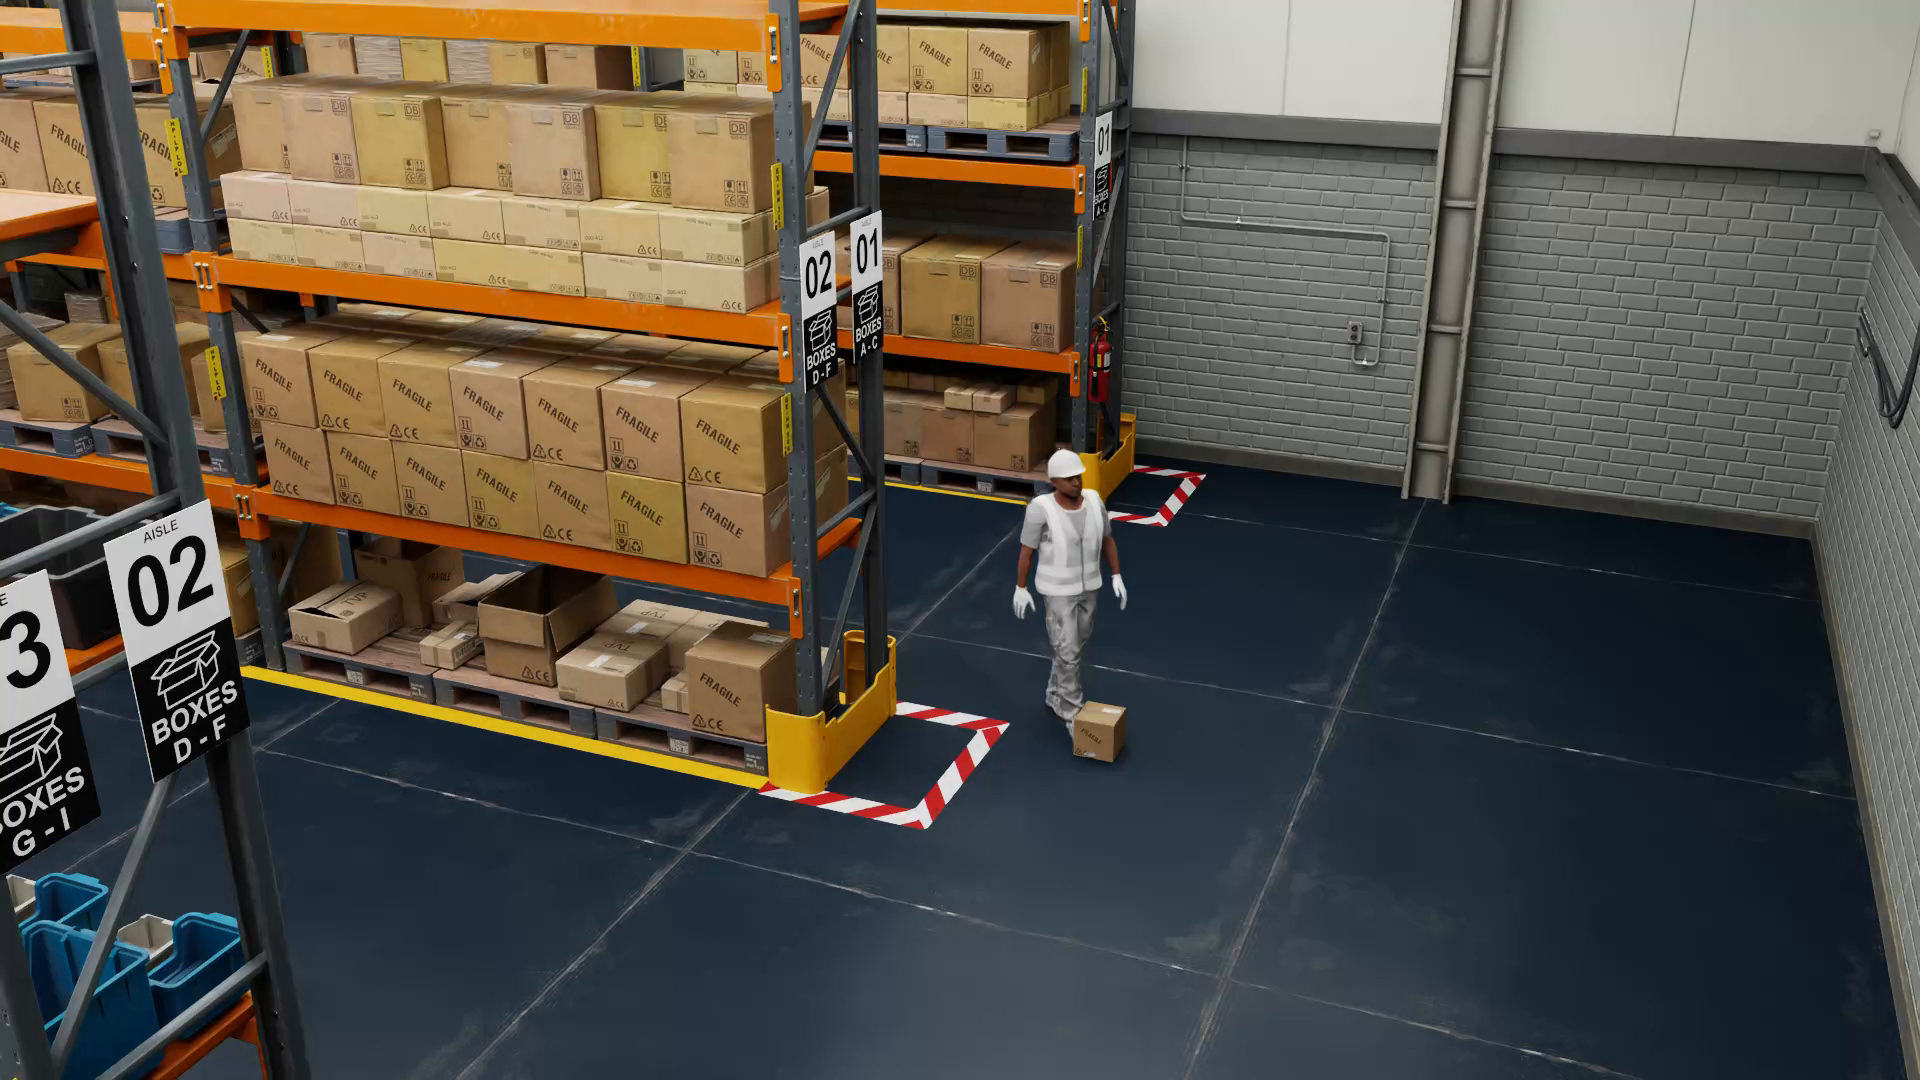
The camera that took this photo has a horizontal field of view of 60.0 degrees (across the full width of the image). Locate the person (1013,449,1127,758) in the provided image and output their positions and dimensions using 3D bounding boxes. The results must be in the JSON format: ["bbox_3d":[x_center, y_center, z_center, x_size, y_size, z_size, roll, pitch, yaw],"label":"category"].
[{"bbox_3d":[0.746,0.343,10.042,0.621,1.773,0.737,-14,26,-30],"label":"person"}]
